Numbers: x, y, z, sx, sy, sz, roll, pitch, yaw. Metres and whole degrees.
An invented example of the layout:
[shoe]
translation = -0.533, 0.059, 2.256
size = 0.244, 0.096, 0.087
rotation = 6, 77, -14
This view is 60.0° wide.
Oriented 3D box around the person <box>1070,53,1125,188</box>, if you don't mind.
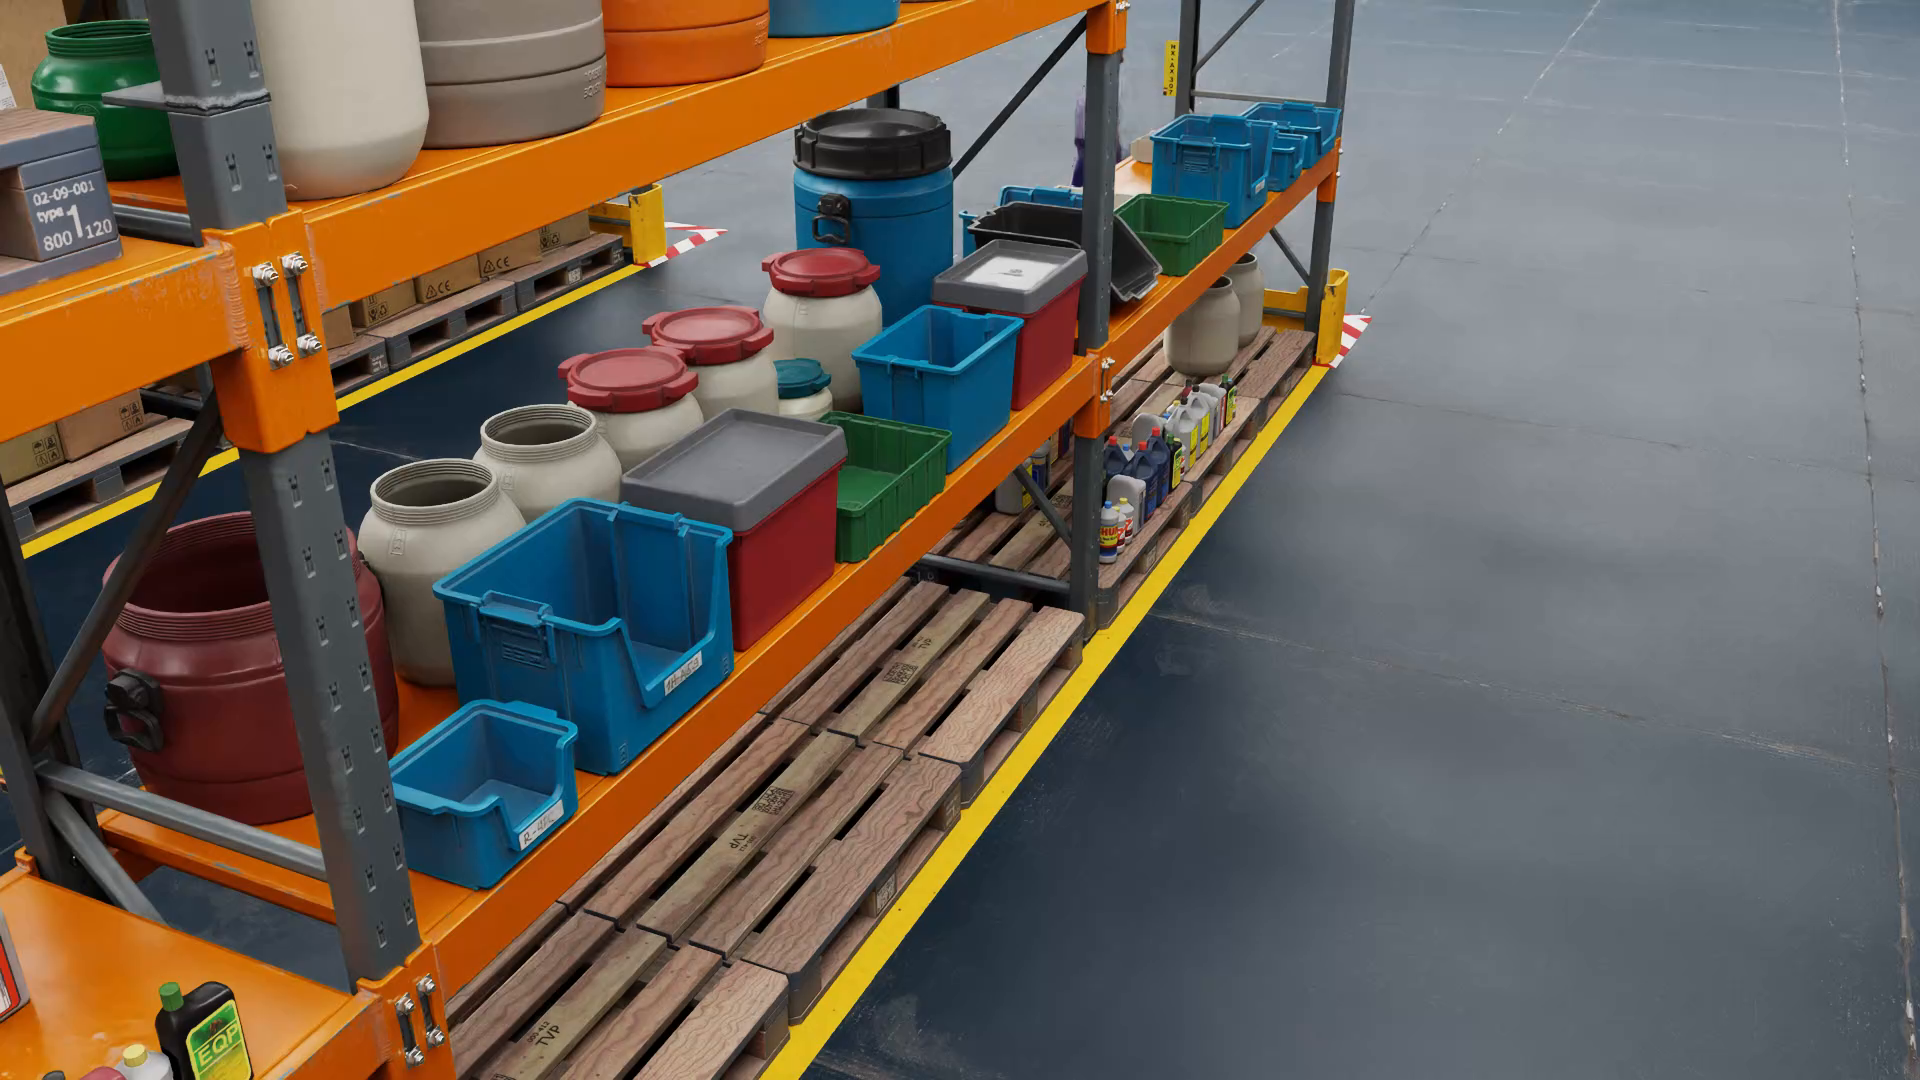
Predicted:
[person]
translation = 0.978, -2.641, 11.455
size = 0.637, 1.621, 0.509
rotation = 2, 26, 4
